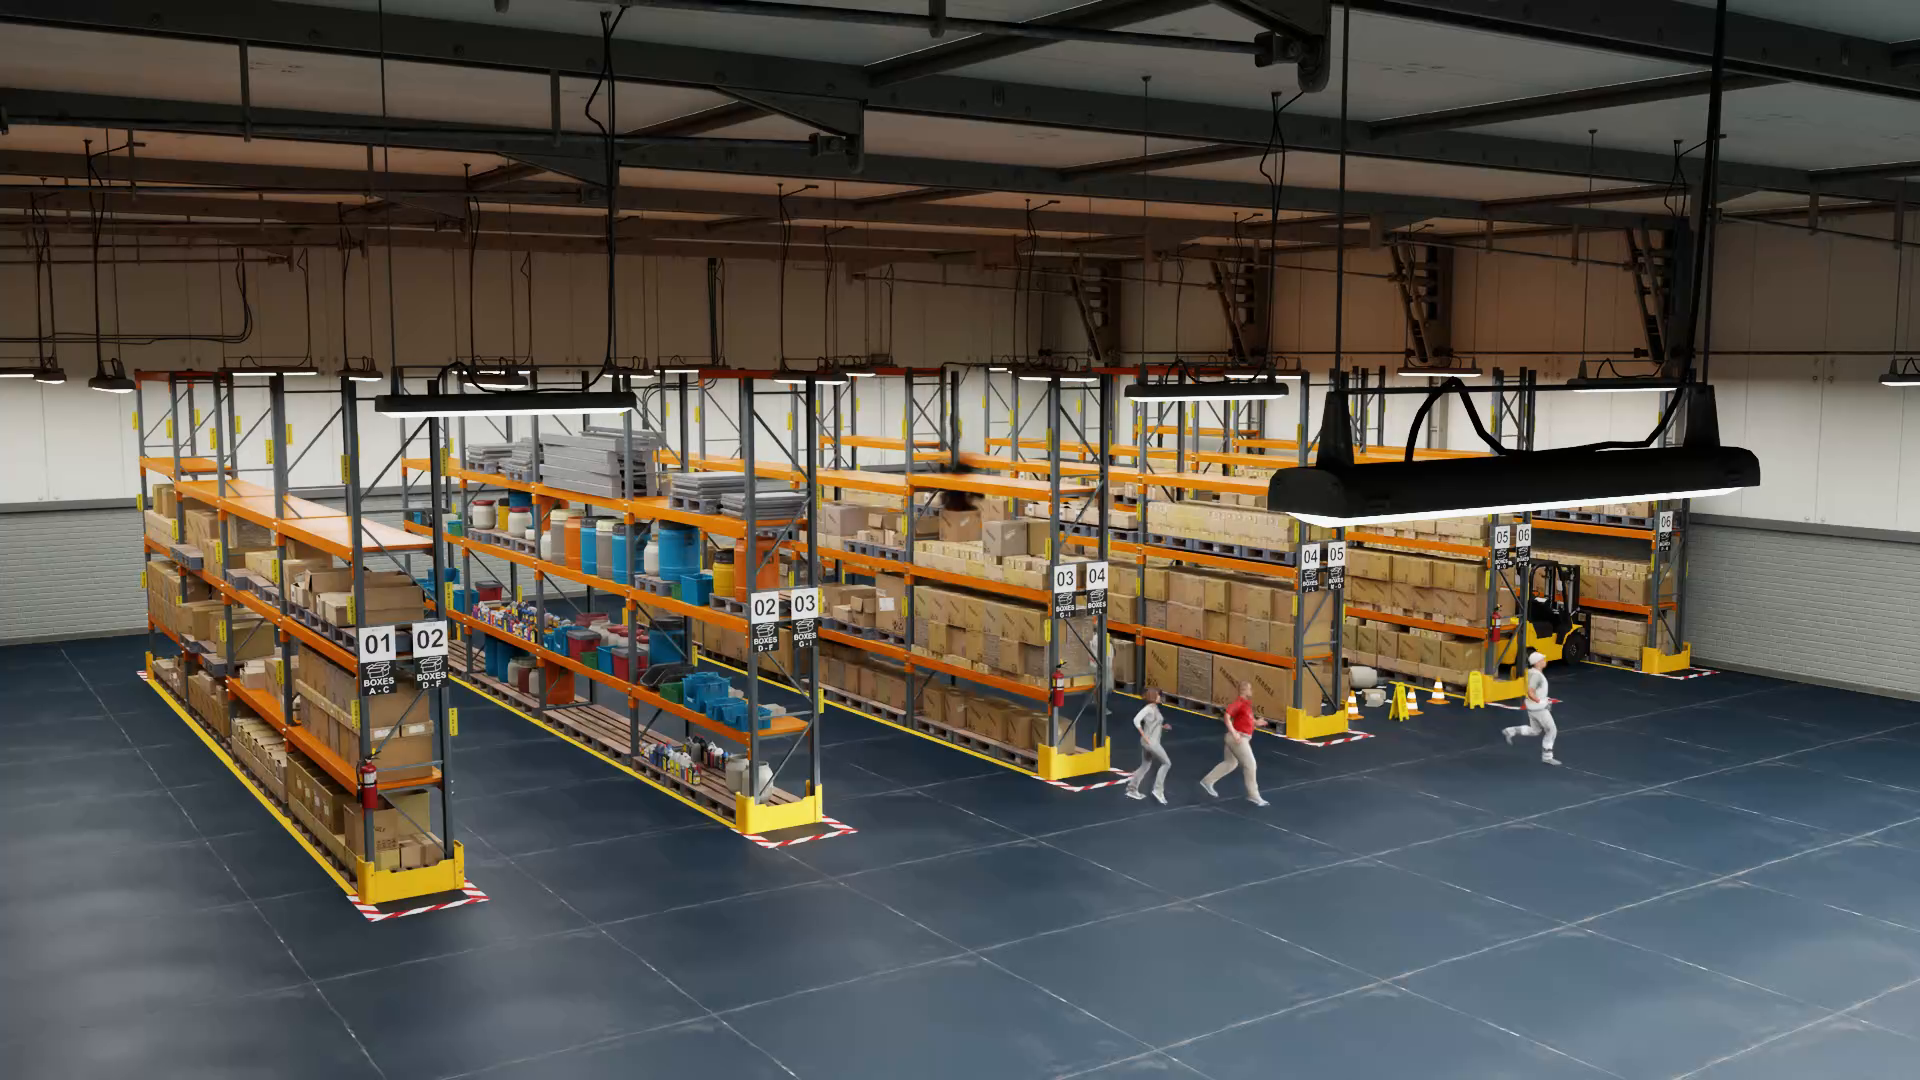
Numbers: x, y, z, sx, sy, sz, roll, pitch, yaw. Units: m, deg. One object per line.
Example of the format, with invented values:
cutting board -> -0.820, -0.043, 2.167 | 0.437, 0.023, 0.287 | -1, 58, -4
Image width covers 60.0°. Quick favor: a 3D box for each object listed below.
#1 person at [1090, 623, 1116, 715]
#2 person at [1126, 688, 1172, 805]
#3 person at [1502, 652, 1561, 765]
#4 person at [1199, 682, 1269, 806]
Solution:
person -> 2.445, 2.225, 29.191 | 0.512, 1.632, 0.614 | 6, 9, 44
person -> 2.661, 2.897, 23.481 | 0.636, 1.614, 0.533 | 0, 6, 3
person -> 8.849, 2.592, 25.662 | 0.881, 1.750, 0.657 | 1, 7, 8
person -> 3.865, 2.848, 23.383 | 0.972, 1.746, 0.618 | 1, 6, 6
